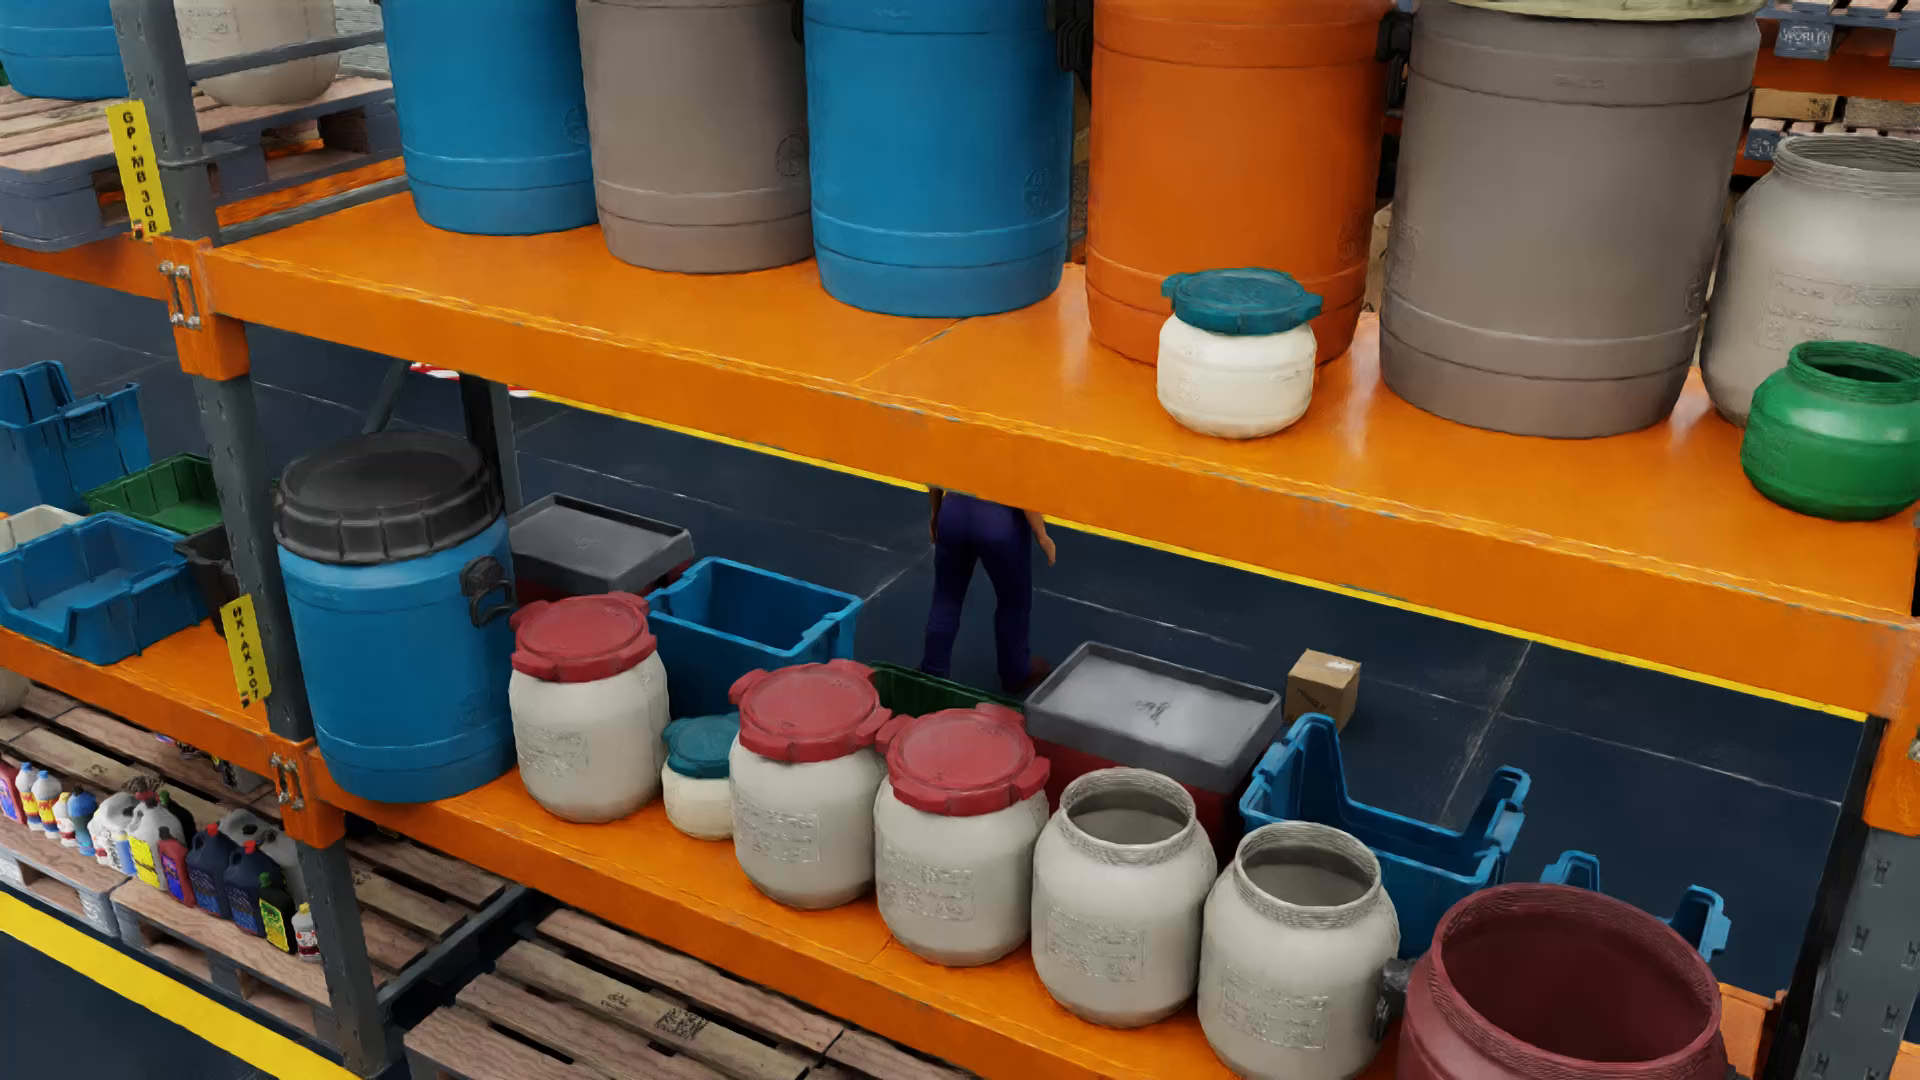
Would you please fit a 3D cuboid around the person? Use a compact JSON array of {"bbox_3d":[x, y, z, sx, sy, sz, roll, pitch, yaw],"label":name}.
[{"bbox_3d":[0.125,-0.071,7.242,0.671,1.636,0.571,16,31,29],"label":"person"}]
